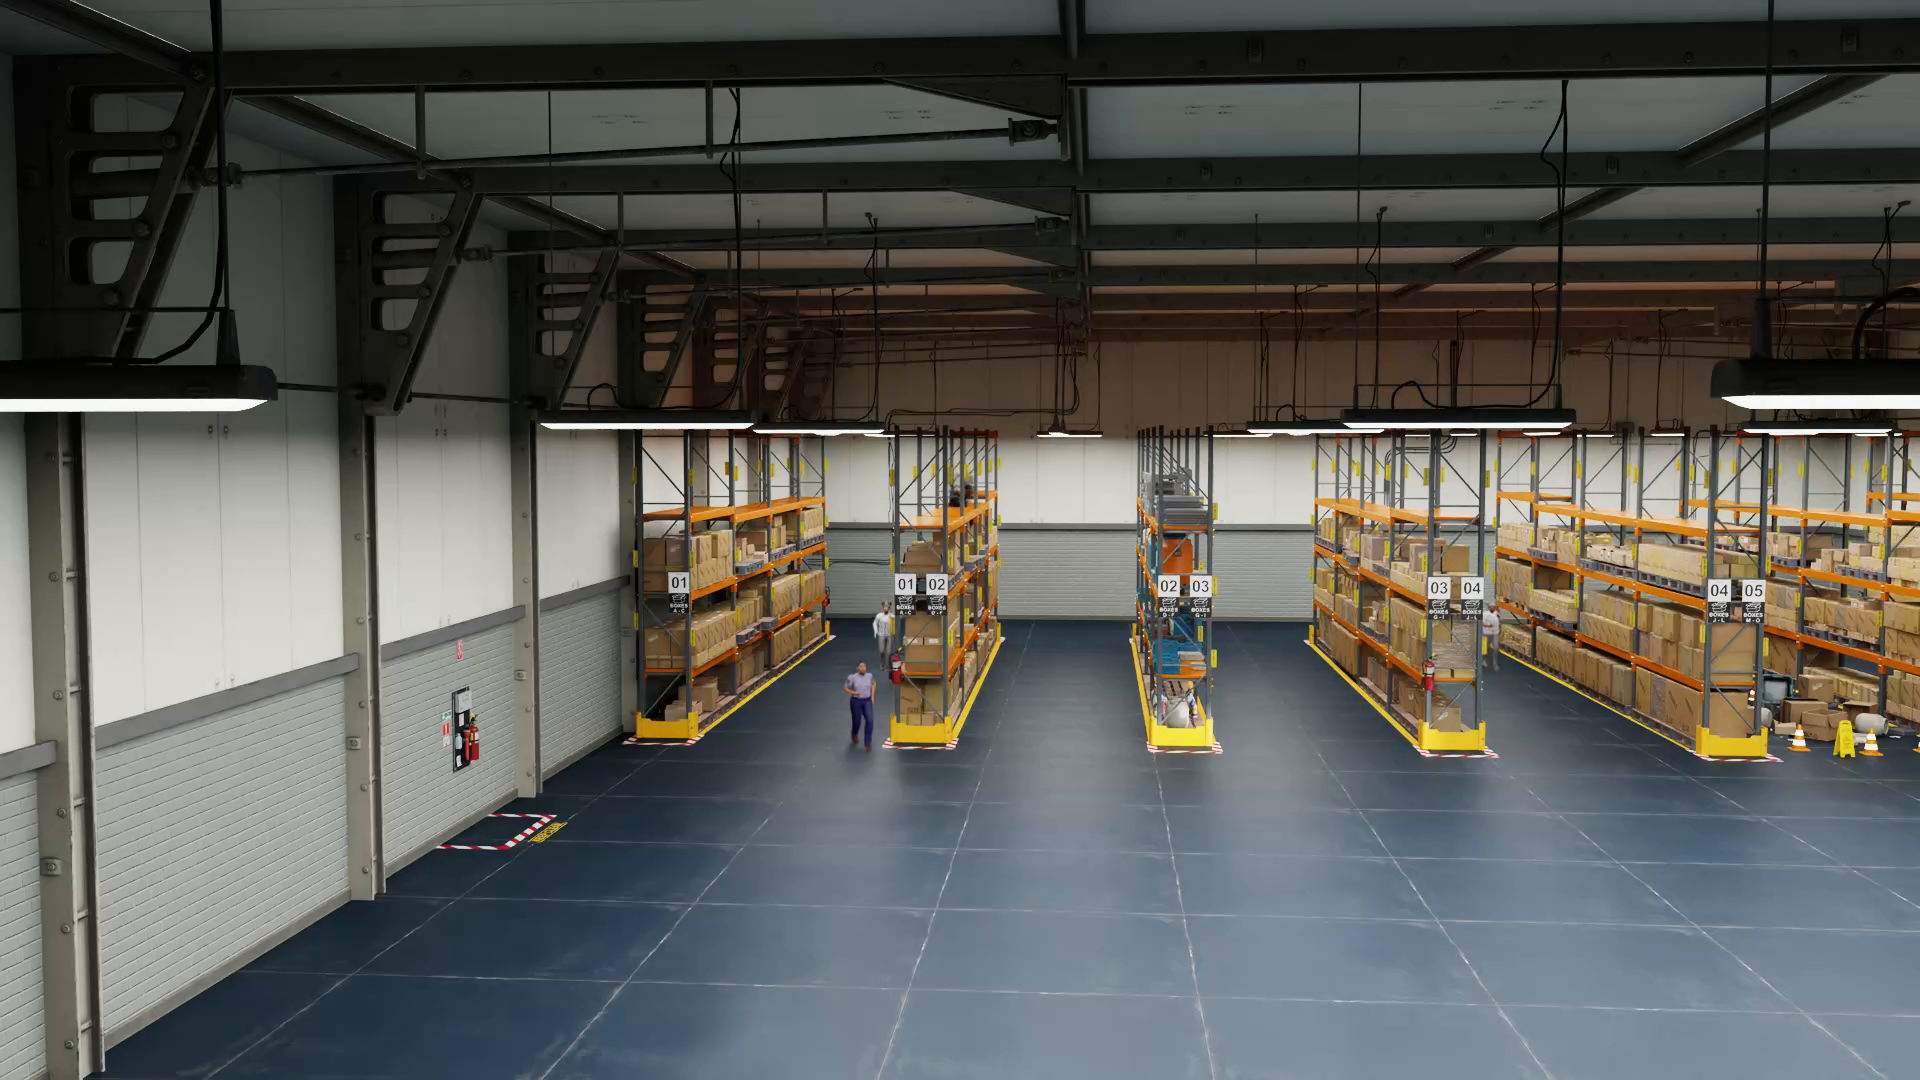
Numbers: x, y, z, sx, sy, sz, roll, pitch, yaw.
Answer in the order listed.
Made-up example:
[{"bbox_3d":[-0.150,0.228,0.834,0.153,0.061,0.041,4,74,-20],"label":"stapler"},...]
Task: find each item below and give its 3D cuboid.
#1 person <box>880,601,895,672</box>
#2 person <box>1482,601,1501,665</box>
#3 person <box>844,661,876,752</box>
[{"bbox_3d":[-1.697,2.267,38.917,0.335,1.668,0.392,0,3,-1],"label":"person"},{"bbox_3d":[13.243,2.309,41.466,0.578,1.600,0.741,0,3,-1],"label":"person"},{"bbox_3d":[-1.843,3.065,30.869,0.639,1.651,0.889,-1,4,-17],"label":"person"}]
